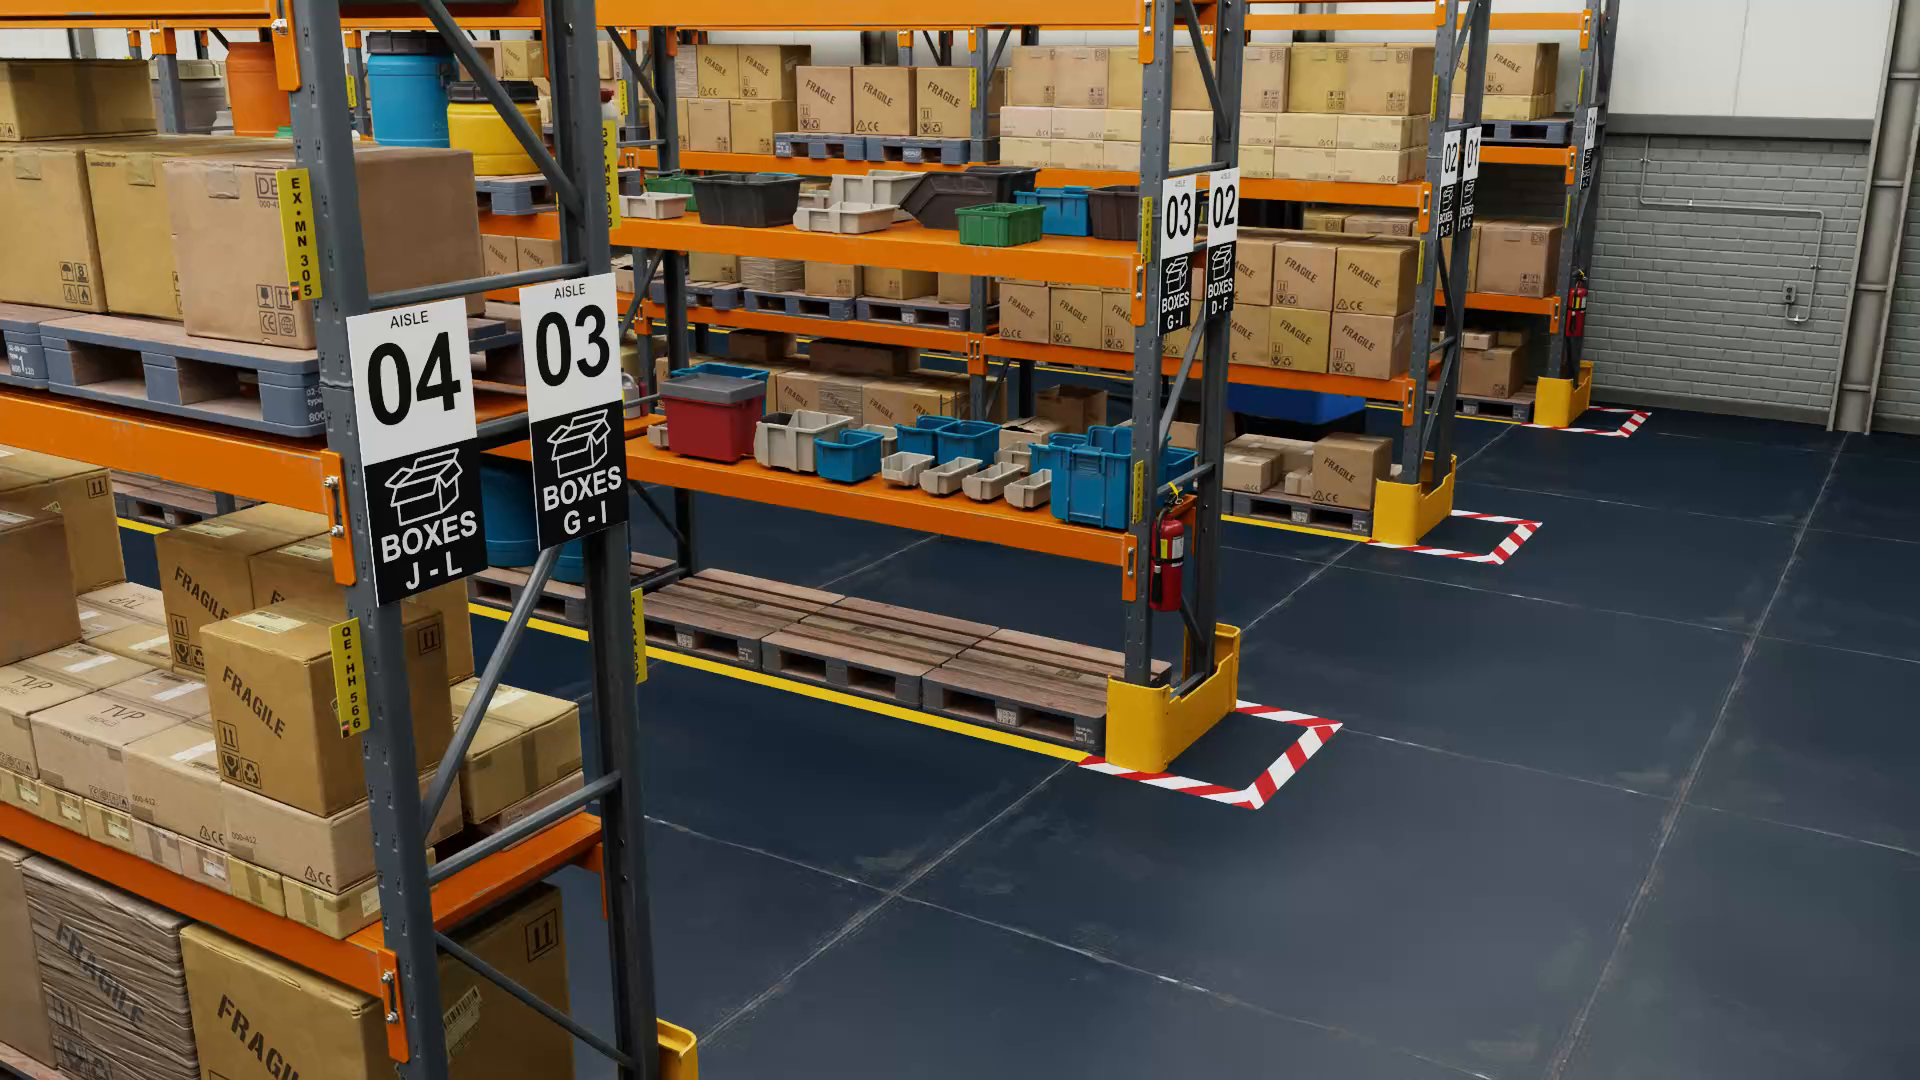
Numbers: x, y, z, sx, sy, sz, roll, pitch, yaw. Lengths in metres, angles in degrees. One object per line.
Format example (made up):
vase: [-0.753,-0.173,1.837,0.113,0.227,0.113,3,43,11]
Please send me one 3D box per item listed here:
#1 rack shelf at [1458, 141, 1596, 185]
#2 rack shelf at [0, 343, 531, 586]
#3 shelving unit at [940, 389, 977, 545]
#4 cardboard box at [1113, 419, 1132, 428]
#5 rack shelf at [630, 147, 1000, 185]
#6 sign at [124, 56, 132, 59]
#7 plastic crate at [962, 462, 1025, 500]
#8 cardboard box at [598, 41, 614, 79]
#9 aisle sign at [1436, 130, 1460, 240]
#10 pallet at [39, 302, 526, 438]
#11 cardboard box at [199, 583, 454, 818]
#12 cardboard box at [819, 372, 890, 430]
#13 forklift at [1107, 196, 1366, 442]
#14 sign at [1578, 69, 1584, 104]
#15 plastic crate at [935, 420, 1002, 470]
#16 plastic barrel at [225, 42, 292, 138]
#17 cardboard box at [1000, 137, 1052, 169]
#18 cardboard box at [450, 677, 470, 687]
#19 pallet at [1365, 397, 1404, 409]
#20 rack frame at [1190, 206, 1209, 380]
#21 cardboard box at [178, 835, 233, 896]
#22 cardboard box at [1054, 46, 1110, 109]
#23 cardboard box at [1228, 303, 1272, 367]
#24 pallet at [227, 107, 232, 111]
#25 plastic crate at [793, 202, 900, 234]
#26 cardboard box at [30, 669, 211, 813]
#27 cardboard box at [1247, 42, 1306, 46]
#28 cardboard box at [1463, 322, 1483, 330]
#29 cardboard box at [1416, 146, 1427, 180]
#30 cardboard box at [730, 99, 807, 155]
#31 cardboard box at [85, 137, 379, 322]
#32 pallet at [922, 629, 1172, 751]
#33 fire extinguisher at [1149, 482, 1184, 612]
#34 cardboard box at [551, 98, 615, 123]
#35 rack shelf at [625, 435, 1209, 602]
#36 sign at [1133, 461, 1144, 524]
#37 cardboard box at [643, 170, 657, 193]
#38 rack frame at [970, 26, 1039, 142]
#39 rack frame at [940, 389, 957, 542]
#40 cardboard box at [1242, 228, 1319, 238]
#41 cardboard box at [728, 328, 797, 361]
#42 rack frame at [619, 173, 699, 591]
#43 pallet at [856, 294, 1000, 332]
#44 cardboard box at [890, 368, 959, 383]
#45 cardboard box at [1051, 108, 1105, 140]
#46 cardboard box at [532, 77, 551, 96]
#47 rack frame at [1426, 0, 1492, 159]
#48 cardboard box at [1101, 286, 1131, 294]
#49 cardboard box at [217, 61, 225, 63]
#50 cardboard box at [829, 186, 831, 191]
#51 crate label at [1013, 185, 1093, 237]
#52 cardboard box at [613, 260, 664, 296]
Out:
rack shelf: [4.695,-4.161,17.995,4.000,0.370,1.077,10,20,30]
rack shelf: [-3.082,-0.480,5.879,4.000,0.370,1.077,10,20,30]
shelving unit: [-0.012,-0.576,13.214,0.189,1.200,0.258,10,20,30]
cardboard box: [1.674,-0.940,15.184,0.500,0.311,0.500,10,20,30]
rack shelf: [-1.303,-3.542,15.957,4.000,0.370,1.077,10,20,30]
sign: [-10.120,-5.727,20.272,0.005,0.325,0.100,10,20,30]
plastic crate: [0.185,-0.341,9.694,0.243,0.136,0.396,10,20,30]
cardboard box: [-4.870,-6.652,23.032,0.500,0.500,0.500,11,20,33]
aisle sign: [3.708,-2.696,12.622,0.004,0.787,0.394,10,20,30]
pallet: [-2.015,-0.588,5.149,1.213,0.211,1.003,10,20,30]
cardboard box: [-1.930,0.476,5.108,0.500,0.500,0.500,10,20,31]
cardboard box: [-1.013,-1.319,16.106,0.500,0.500,0.500,10,20,31]
forklift: [2.622,-2.604,16.912,3.031,2.935,1.130,14,22,38]
sign: [6.103,-4.454,16.336,0.005,0.325,0.100,10,20,30]
plastic crate: [0.054,-0.580,10.314,0.300,0.233,0.416,10,20,30]
plastic barrel: [-5.120,-3.283,12.407,0.708,0.830,0.600,10,20,30]
cardboard box: [0.686,-3.375,14.427,0.500,0.250,0.500,10,20,30]
cardboard box: [-2.092,0.627,5.903,0.500,0.250,0.500,10,19,29]
pallet: [4.641,-1.719,18.678,1.213,0.211,1.003,10,20,30]
rack frame: [2.991,-3.374,19.328,0.127,3.000,1.000,10,20,30]
cardboard box: [-2.290,0.985,5.411,0.250,0.149,0.380,10,20,30]
cardboard box: [1.188,-3.932,14.113,0.500,0.500,0.700,10,20,30]
cardboard box: [2.420,-1.742,13.783,0.500,0.500,0.500,10,20,30]
pallet: [-8.191,-5.065,19.887,1.213,0.211,1.003,10,20,30]
plastic crate: [-0.676,-1.874,9.682,0.530,0.136,0.437,10,20,30]
cardboard box: [-2.795,0.682,5.723,0.500,0.250,0.500,9,19,28]
cardboard box: [3.451,-5.167,18.143,0.500,0.500,0.500,10,20,30]
cardboard box: [5.529,-2.270,18.155,0.250,0.149,0.380,10,20,30]
cardboard box: [3.505,-3.043,13.334,0.500,0.250,0.500,10,20,30]
cardboard box: [-1.740,-4.023,16.133,0.500,0.500,0.910,10,20,30]
cardboard box: [-2.265,-0.998,5.279,0.500,0.500,0.700,9,19,28]
pallet: [0.532,0.887,10.097,1.213,0.211,1.003,10,20,30]
fire extinguisher: [1.105,0.039,8.866,0.183,0.674,0.296,10,20,30]
cardboard box: [-3.879,-4.450,17.244,0.500,0.250,0.500,11,20,32]
rack shelf: [-0.490,-0.272,10.353,4.000,0.370,1.077,10,20,30]
sign: [0.940,-0.251,8.767,0.005,0.325,0.100,10,20,30]
cardboard box: [-4.391,-4.883,23.228,0.500,0.500,0.500,10,20,30]
rack frame: [0.401,-5.017,14.415,0.127,3.000,1.000,10,20,30]
rack frame: [-0.090,-0.590,13.260,0.006,1.200,0.240,10,20,30]
cardboard box: [2.697,-2.352,14.071,0.500,0.500,0.500,10,20,31]
cardboard box: [-2.037,-2.037,17.179,0.500,0.250,0.500,11,20,32]
rack frame: [-2.194,-0.920,11.250,0.127,3.000,1.000,10,20,30]
pallet: [-0.222,-2.203,15.804,1.213,0.211,1.003,10,20,30]
cardboard box: [-0.344,-1.373,16.285,0.500,0.500,0.500,10,20,31]
cardboard box: [1.113,-3.538,14.105,0.500,0.250,0.500,10,20,30]
cardboard box: [-5.730,-6.334,23.706,0.500,0.500,0.500,12,20,33]
rack frame: [3.810,-4.409,12.412,0.127,3.000,1.000,10,20,30]
cardboard box: [1.533,-2.375,14.146,0.500,0.500,0.500,9,19,28]
cardboard box: [-9.337,-5.636,20.472,0.637,0.503,0.797,12,20,34]
cardboard box: [-1.314,-4.388,21.737,0.500,0.500,0.700,8,19,25]
crate label: [0.597,-1.896,9.558,0.502,0.251,0.408,10,20,30]
cardboard box: [-3.294,-2.778,17.521,0.500,0.311,0.500,12,20,33]
